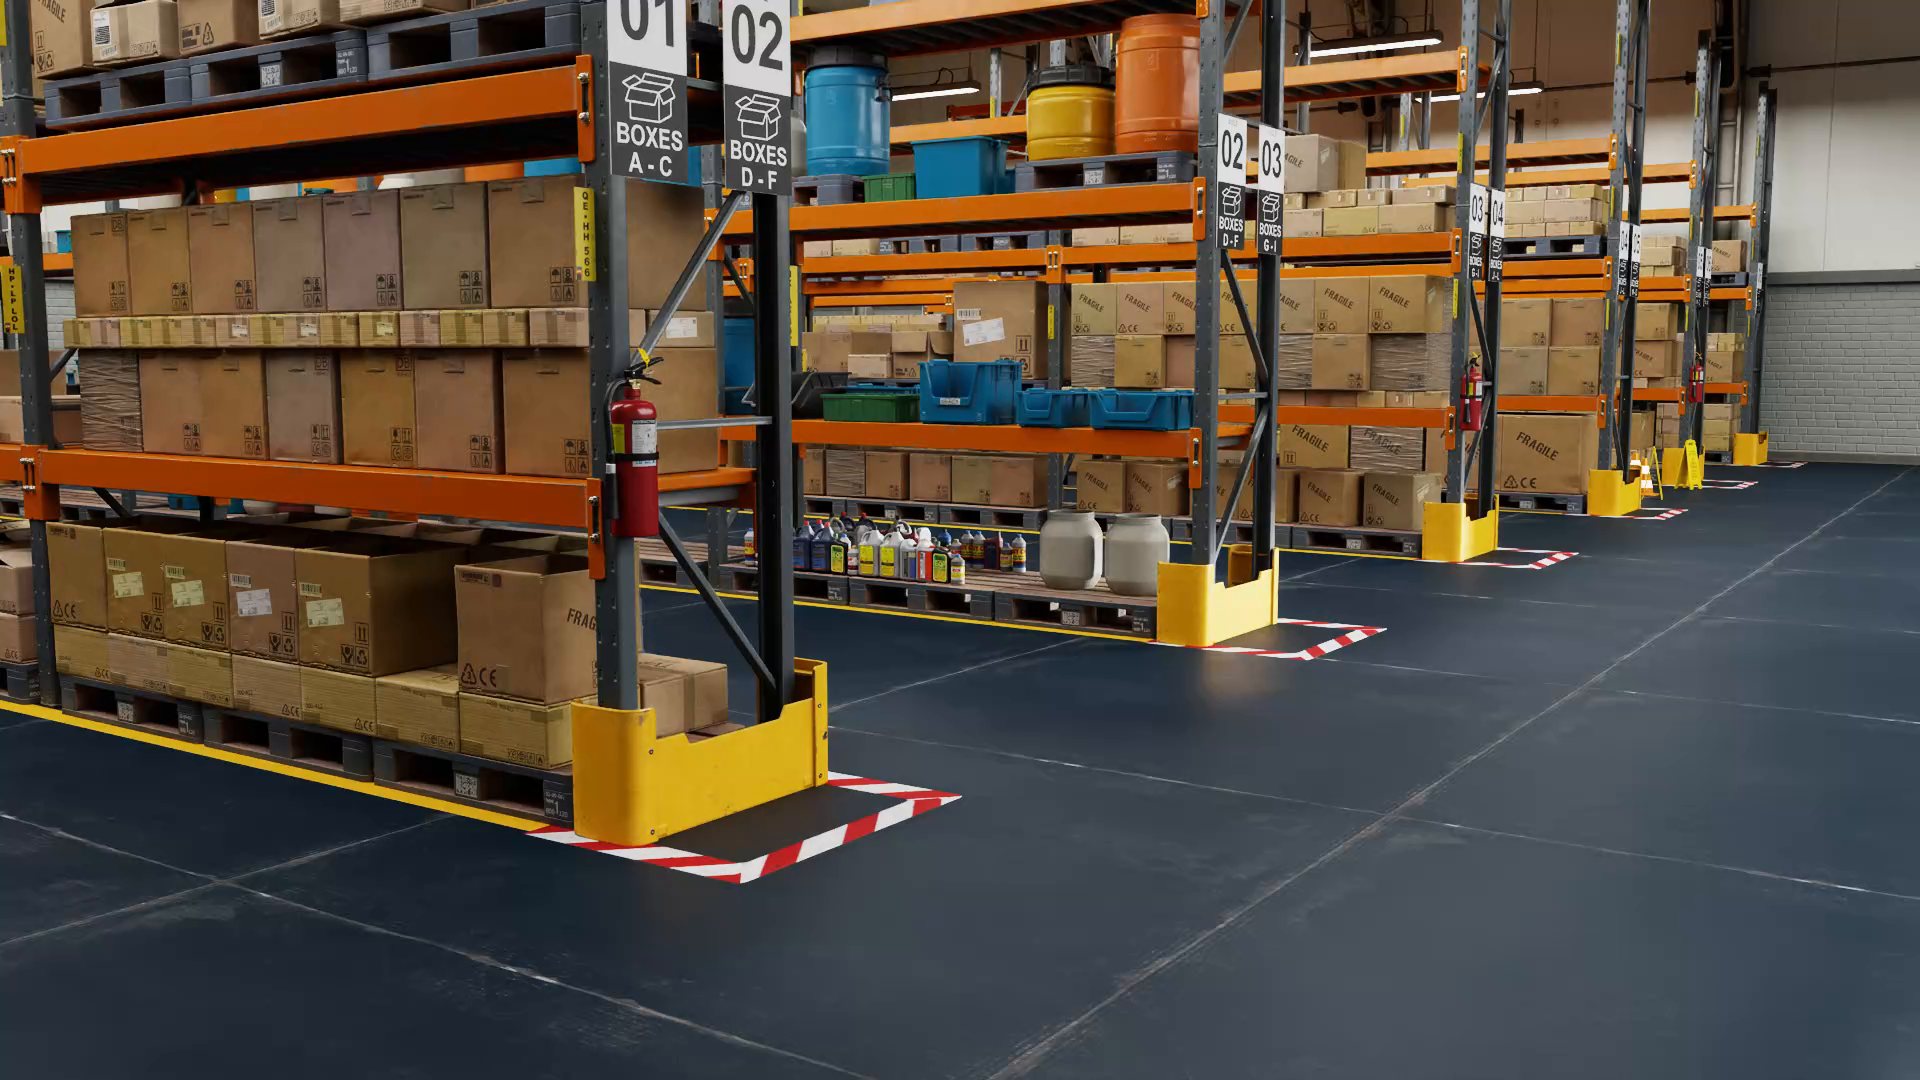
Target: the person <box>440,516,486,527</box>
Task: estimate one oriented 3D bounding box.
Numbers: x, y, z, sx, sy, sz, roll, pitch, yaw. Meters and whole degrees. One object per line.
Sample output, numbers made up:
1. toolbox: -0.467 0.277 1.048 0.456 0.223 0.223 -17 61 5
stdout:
1. person: -3.399 -0.308 11.244 0.445 1.727 0.722 -5 8 -36
